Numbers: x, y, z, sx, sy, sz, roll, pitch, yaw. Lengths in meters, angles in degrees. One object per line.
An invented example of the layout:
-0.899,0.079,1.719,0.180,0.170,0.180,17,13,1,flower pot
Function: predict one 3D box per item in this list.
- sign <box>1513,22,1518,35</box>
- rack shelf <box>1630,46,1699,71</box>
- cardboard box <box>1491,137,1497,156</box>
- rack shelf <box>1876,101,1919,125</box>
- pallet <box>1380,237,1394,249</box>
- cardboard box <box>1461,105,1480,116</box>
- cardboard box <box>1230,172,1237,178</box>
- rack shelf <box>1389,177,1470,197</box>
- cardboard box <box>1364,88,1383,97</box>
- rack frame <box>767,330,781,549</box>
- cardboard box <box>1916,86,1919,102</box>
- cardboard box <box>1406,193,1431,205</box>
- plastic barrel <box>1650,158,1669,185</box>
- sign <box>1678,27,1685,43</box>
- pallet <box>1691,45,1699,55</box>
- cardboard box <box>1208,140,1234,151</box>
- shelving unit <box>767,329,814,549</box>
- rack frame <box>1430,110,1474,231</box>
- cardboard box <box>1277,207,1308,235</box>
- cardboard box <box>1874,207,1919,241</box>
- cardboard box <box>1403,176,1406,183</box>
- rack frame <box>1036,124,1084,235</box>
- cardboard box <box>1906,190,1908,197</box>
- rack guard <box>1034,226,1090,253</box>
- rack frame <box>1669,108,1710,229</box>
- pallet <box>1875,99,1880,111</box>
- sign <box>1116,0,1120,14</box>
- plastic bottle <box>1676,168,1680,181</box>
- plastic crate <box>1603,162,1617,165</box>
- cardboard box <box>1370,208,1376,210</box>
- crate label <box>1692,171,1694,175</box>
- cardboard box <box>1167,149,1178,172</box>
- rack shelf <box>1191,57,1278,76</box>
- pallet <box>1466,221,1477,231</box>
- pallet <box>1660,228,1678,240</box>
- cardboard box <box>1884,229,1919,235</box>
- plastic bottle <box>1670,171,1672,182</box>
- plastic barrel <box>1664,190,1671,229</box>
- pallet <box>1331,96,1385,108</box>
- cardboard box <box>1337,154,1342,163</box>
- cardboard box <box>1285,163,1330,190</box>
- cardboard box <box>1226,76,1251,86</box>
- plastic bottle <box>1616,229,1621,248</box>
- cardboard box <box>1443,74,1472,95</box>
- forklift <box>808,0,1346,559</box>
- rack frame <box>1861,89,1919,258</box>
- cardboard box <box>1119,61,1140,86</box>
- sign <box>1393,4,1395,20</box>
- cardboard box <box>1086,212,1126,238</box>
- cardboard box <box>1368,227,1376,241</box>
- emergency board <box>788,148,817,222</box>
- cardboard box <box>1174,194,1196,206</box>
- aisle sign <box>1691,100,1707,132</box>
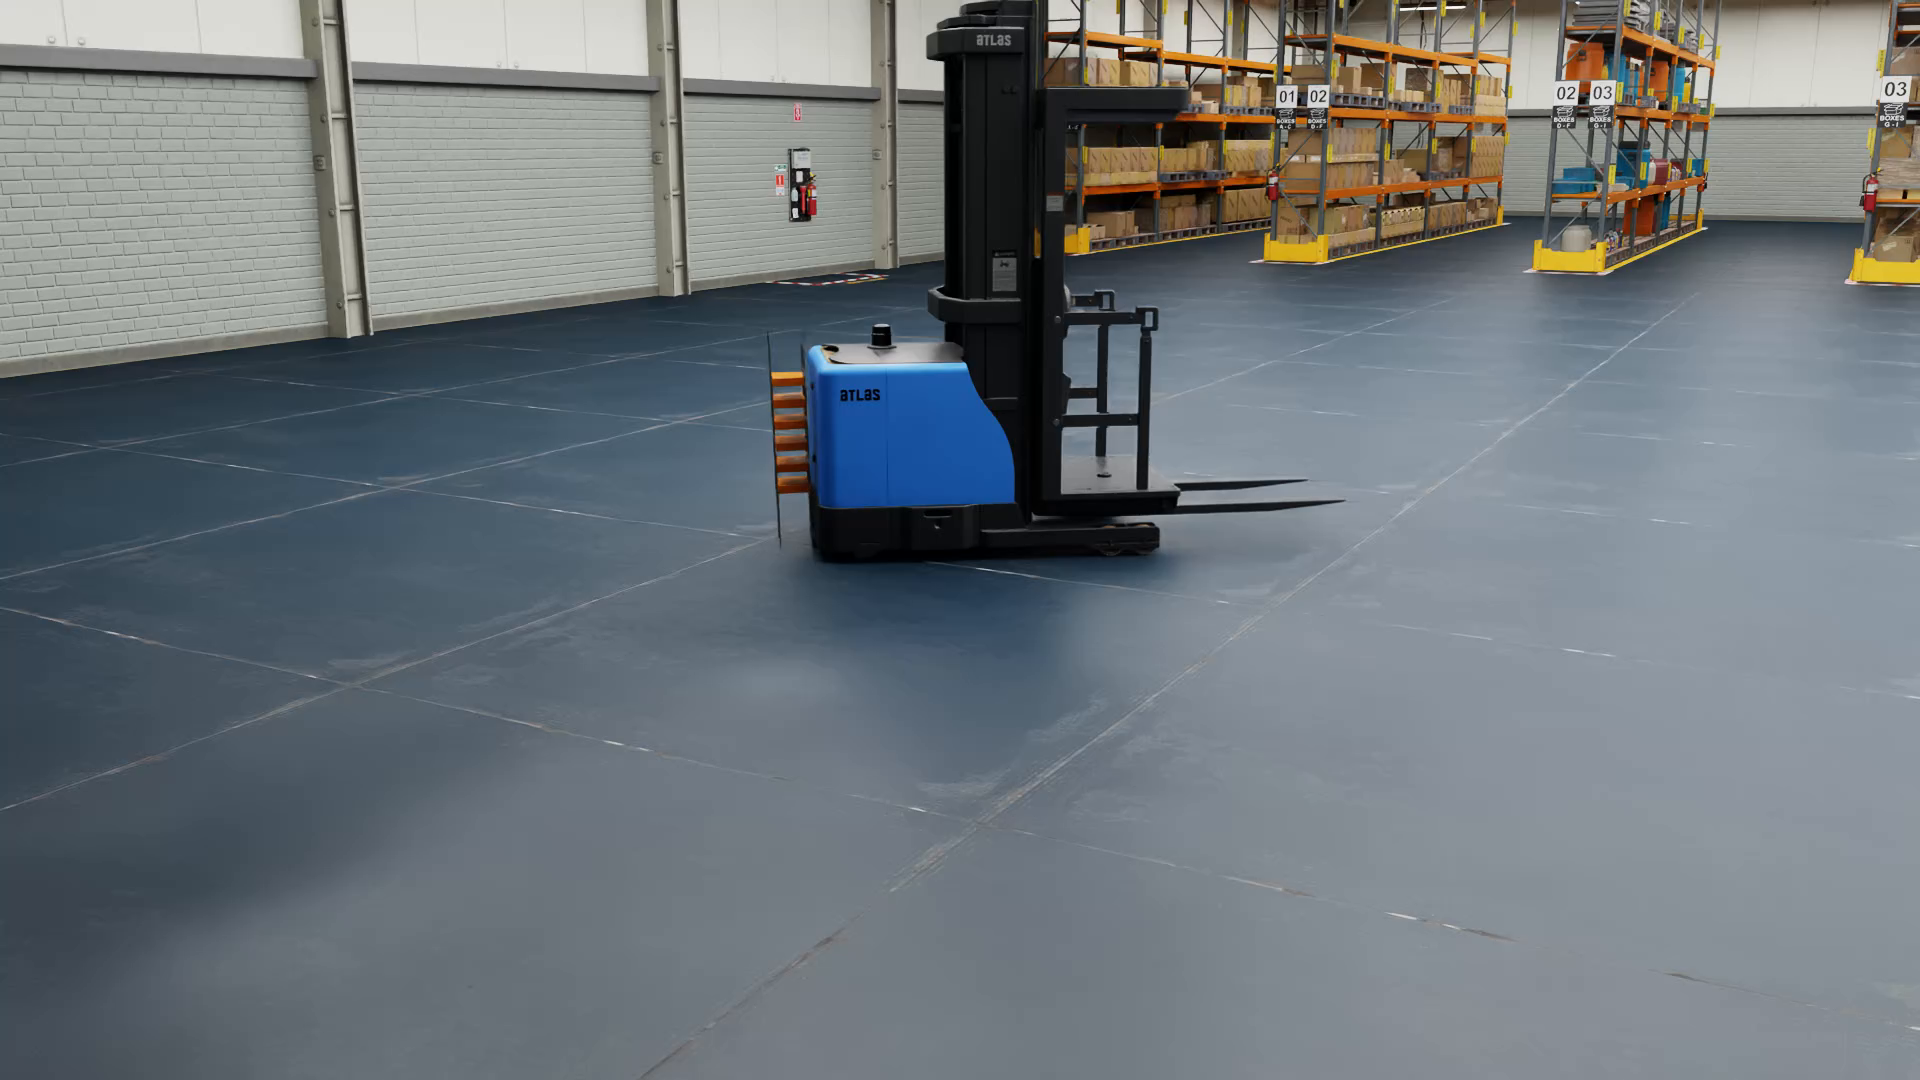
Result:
14.554,-13.400,43.585,0.100,0.325,0.005,7,15,28,sign
15.512,-10.599,36.686,1.077,0.370,4.000,7,15,28,rack shelf
13.614,-10.221,43.184,0.500,0.500,0.500,8,16,30,cardboard box
15.980,-7.133,27.855,1.077,0.370,4.000,7,15,28,rack shelf
8.599,-6.358,35.455,1.003,0.211,1.213,7,15,28,pallet
12.596,-10.656,41.254,0.500,0.250,0.500,7,15,28,cardboard box
6.567,-8.963,40.807,0.380,0.149,0.250,8,16,30,cardboard box
11.178,-8.439,39.673,1.077,0.370,4.000,7,15,28,rack shelf
8.583,-9.273,34.619,0.500,0.250,0.500,9,16,34,cardboard box
-1.039,-0.560,9.297,0.006,1.200,0.240,-4,14,-8,rack frame
15.473,-7.069,26.374,0.500,0.250,0.500,8,16,30,cardboard box
10.972,-8.183,39.869,0.500,0.250,0.500,7,15,27,cardboard box
14.586,-7.753,35.002,0.600,0.536,0.708,7,15,28,plastic barrel
15.030,-10.515,34.638,0.100,0.325,0.005,7,15,28,sign
16.106,-11.094,37.607,1.003,0.211,1.213,7,15,28,pallet
6.332,-9.576,40.364,0.500,0.250,0.500,8,16,29,cardboard box
-0.948,-0.566,9.309,0.189,1.200,0.258,-4,14,-8,shelving unit
12.144,-9.199,41.291,1.000,3.000,0.127,7,15,28,rack frame
6.342,-6.113,31.860,0.500,0.500,0.500,7,15,28,cardboard box
19.233,-6.566,34.005,1.225,0.875,0.875,7,15,25,cardboard box
9.644,-7.988,36.804,0.380,0.149,0.250,9,16,32,cardboard box
2.005,-7.298,33.403,1.000,3.000,0.127,7,15,28,rack frame
15.958,-5.781,27.647,0.380,0.149,0.250,7,15,28,cardboard box
2.042,-6.098,33.761,1.175,0.500,0.348,7,15,28,rack guard
18.413,-9.458,42.364,1.000,3.000,0.127,7,15,28,rack frame
19.146,-8.760,33.471,1.213,0.211,1.003,8,16,31,pallet
3.450,-11.627,36.232,0.100,0.325,0.005,7,15,28,sign
16.571,-8.459,38.487,0.152,0.276,0.135,7,15,28,plastic bottle
13.496,-7.551,34.317,0.402,0.464,0.583,7,15,28,plastic crate
8.957,-7.126,36.464,0.500,0.311,0.500,7,15,27,cardboard box
17.911,-9.053,41.120,0.396,0.136,0.243,7,15,28,crate label
4.491,-8.595,37.633,0.700,0.500,0.500,9,16,34,cardboard box
6.839,-11.722,41.342,1.077,0.370,4.000,7,15,28,rack shelf
12.477,-7.984,42.201,1.003,0.211,1.213,7,15,28,pallet
16.069,-7.128,38.649,1.003,0.211,1.213,7,15,28,pallet
16.217,-5.091,28.690,0.500,0.500,0.500,6,15,23,cardboard box
15.788,-8.161,37.092,0.144,0.351,0.185,7,15,28,plastic bottle
16.201,-7.711,38.701,0.600,0.901,0.708,7,15,28,plastic barrel
7.887,-8.795,33.403,1.003,0.211,1.213,7,15,28,pallet
7.093,-7.314,31.875,0.380,0.149,0.250,7,15,27,cardboard box
6.580,-6.880,31.458,0.700,0.500,0.500,7,15,28,cardboard box
7.012,-11.564,41.949,0.500,0.250,0.500,7,15,26,cardboard box
12.460,-5.718,31.564,0.144,0.351,0.185,7,15,25,plastic bottle
12.346,-11.296,41.242,0.700,0.500,0.500,7,15,28,cardboard box
0.667,-1.460,9.337,3.031,2.935,1.130,-2,14,-8,forklift
15.014,-5.614,26.420,1.000,3.000,0.127,7,15,28,rack frame
3.435,-9.765,34.850,0.500,0.500,0.500,7,15,26,cardboard box
9.731,-11.847,37.311,0.100,0.325,0.005,7,15,28,sign
3.093,-6.690,35.277,0.700,0.500,0.500,6,15,25,cardboard box
8.244,-6.305,34.258,0.500,0.250,0.500,7,15,28,cardboard box
-2.542,-5.806,27.214,0.194,1.169,0.643,7,15,28,emergency board
5.240,-8.039,39.272,0.500,0.250,0.500,8,16,29,cardboard box
18.704,-10.703,41.982,0.394,0.787,0.004,7,15,28,aisle sign
